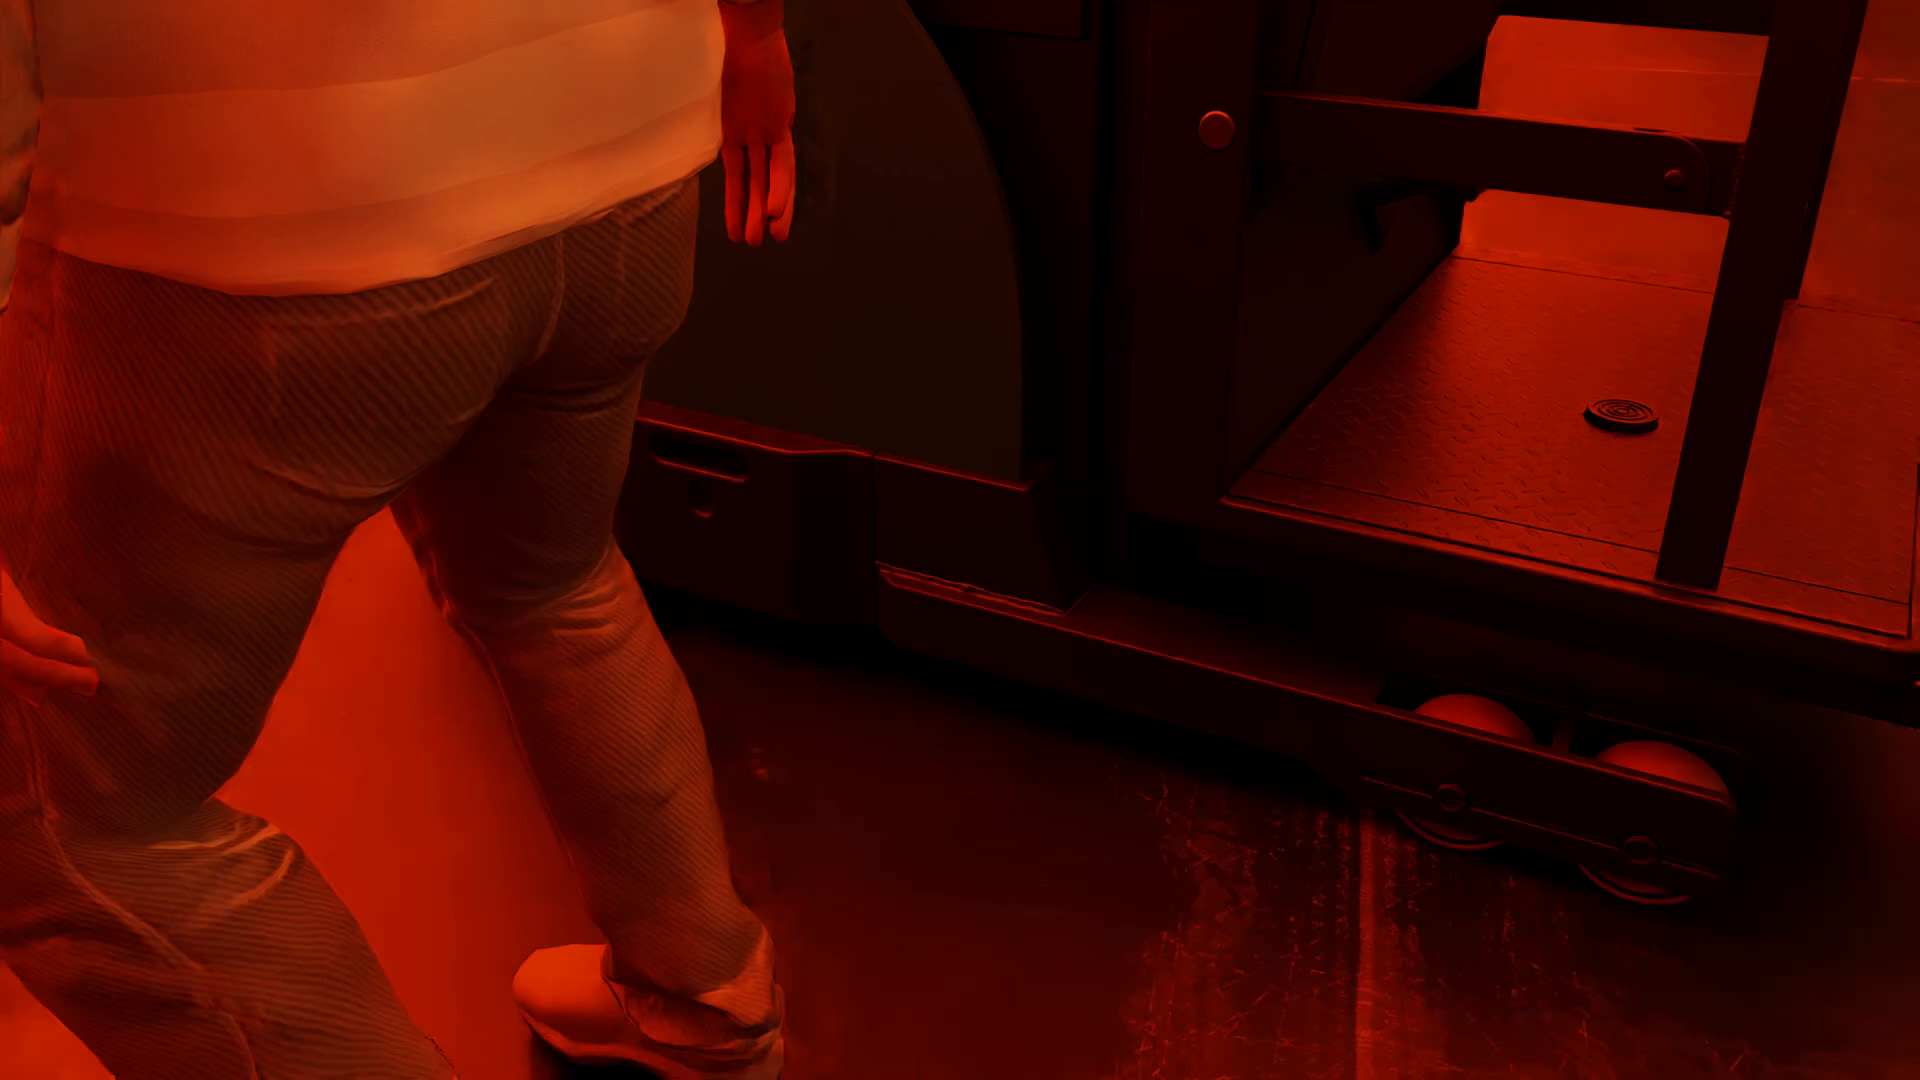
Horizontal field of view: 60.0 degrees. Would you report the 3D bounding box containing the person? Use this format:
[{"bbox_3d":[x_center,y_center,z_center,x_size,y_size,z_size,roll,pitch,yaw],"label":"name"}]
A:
[{"bbox_3d":[-0.353,-0.247,1.013,0.393,1.732,0.764,15,31,28],"label":"person"}]

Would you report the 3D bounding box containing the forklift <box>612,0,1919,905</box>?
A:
[{"bbox_3d":[0.712,-1.202,1.628,3.031,2.935,1.130,14,30,25],"label":"forklift"}]
